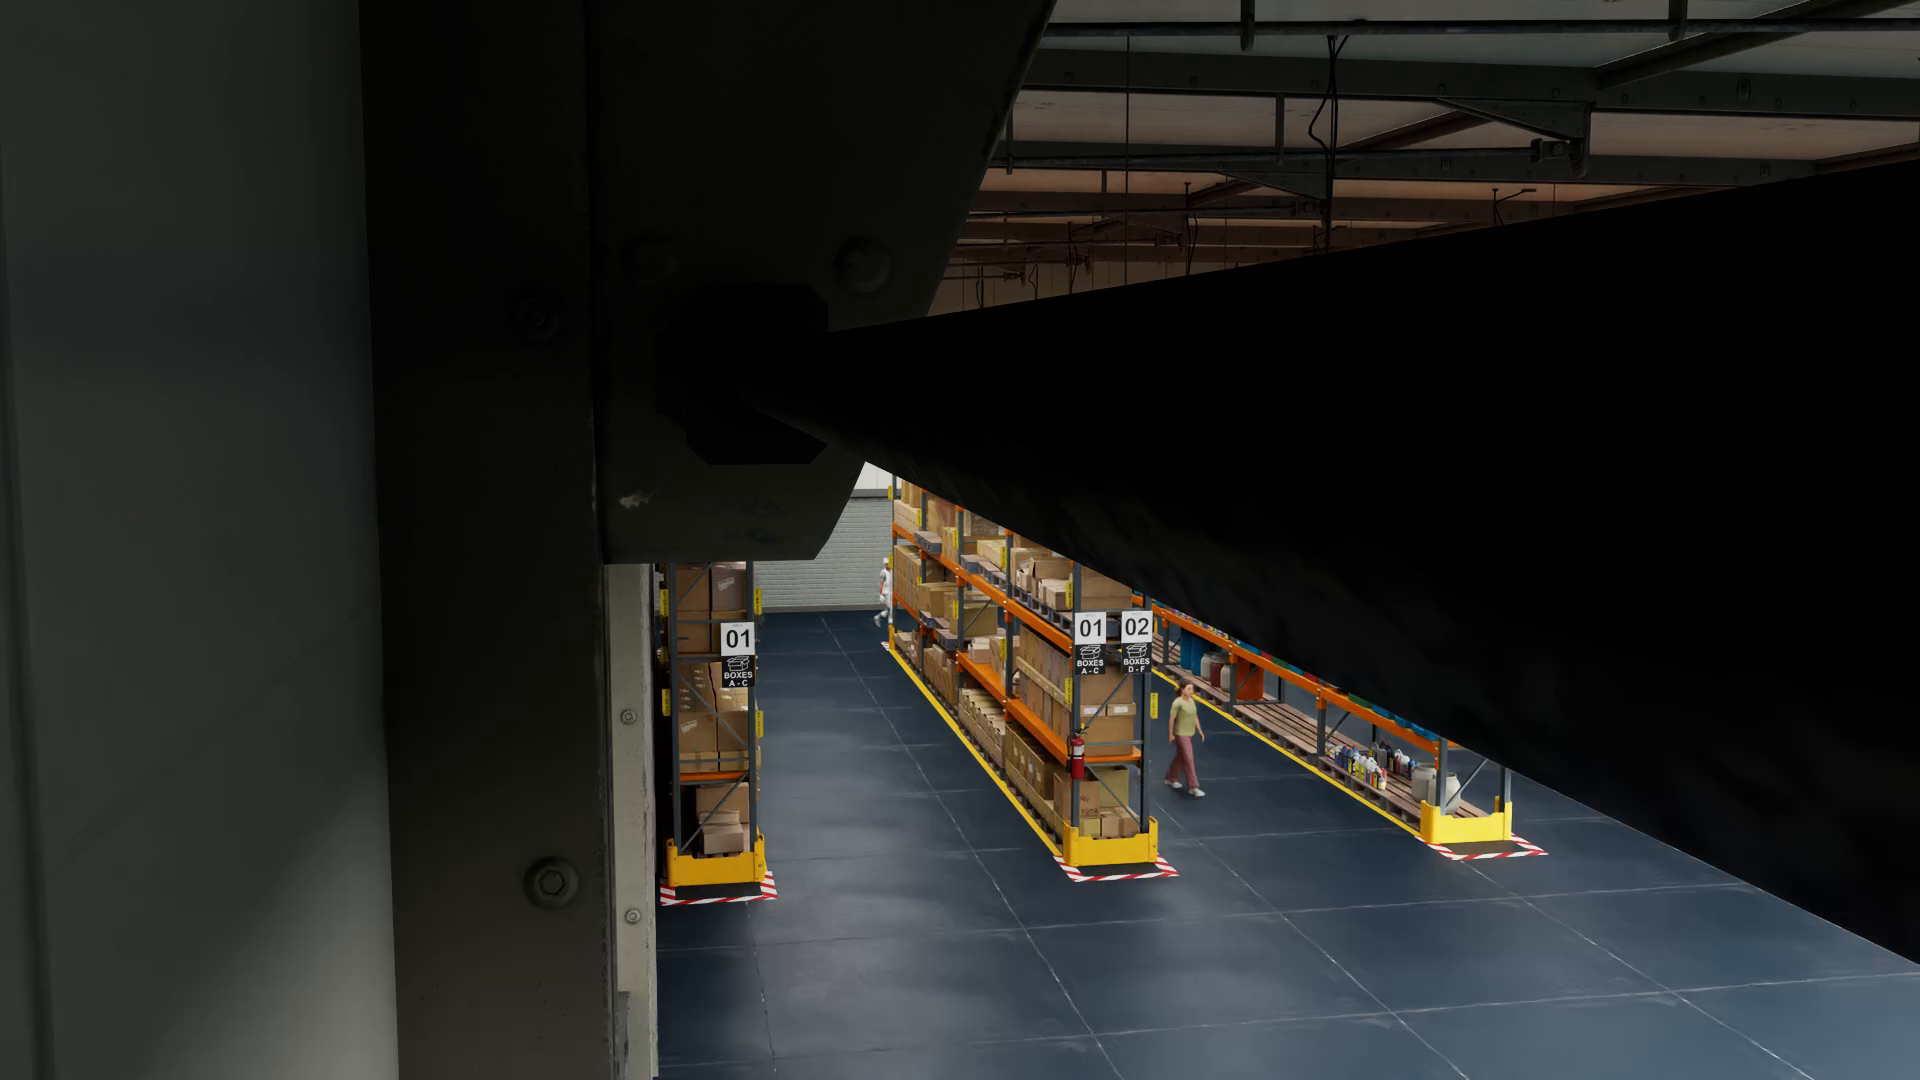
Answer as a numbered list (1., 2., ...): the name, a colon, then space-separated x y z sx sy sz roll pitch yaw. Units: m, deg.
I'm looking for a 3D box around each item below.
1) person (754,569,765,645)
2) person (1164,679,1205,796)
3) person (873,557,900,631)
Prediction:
1. person: -4.577 1.487 37.171 0.405 1.672 0.472 -1 6 -12
2. person: 3.345 2.866 24.368 0.857 1.637 0.491 5 8 40
3. person: -1.694 1.267 38.627 0.828 1.770 0.538 4 7 29
